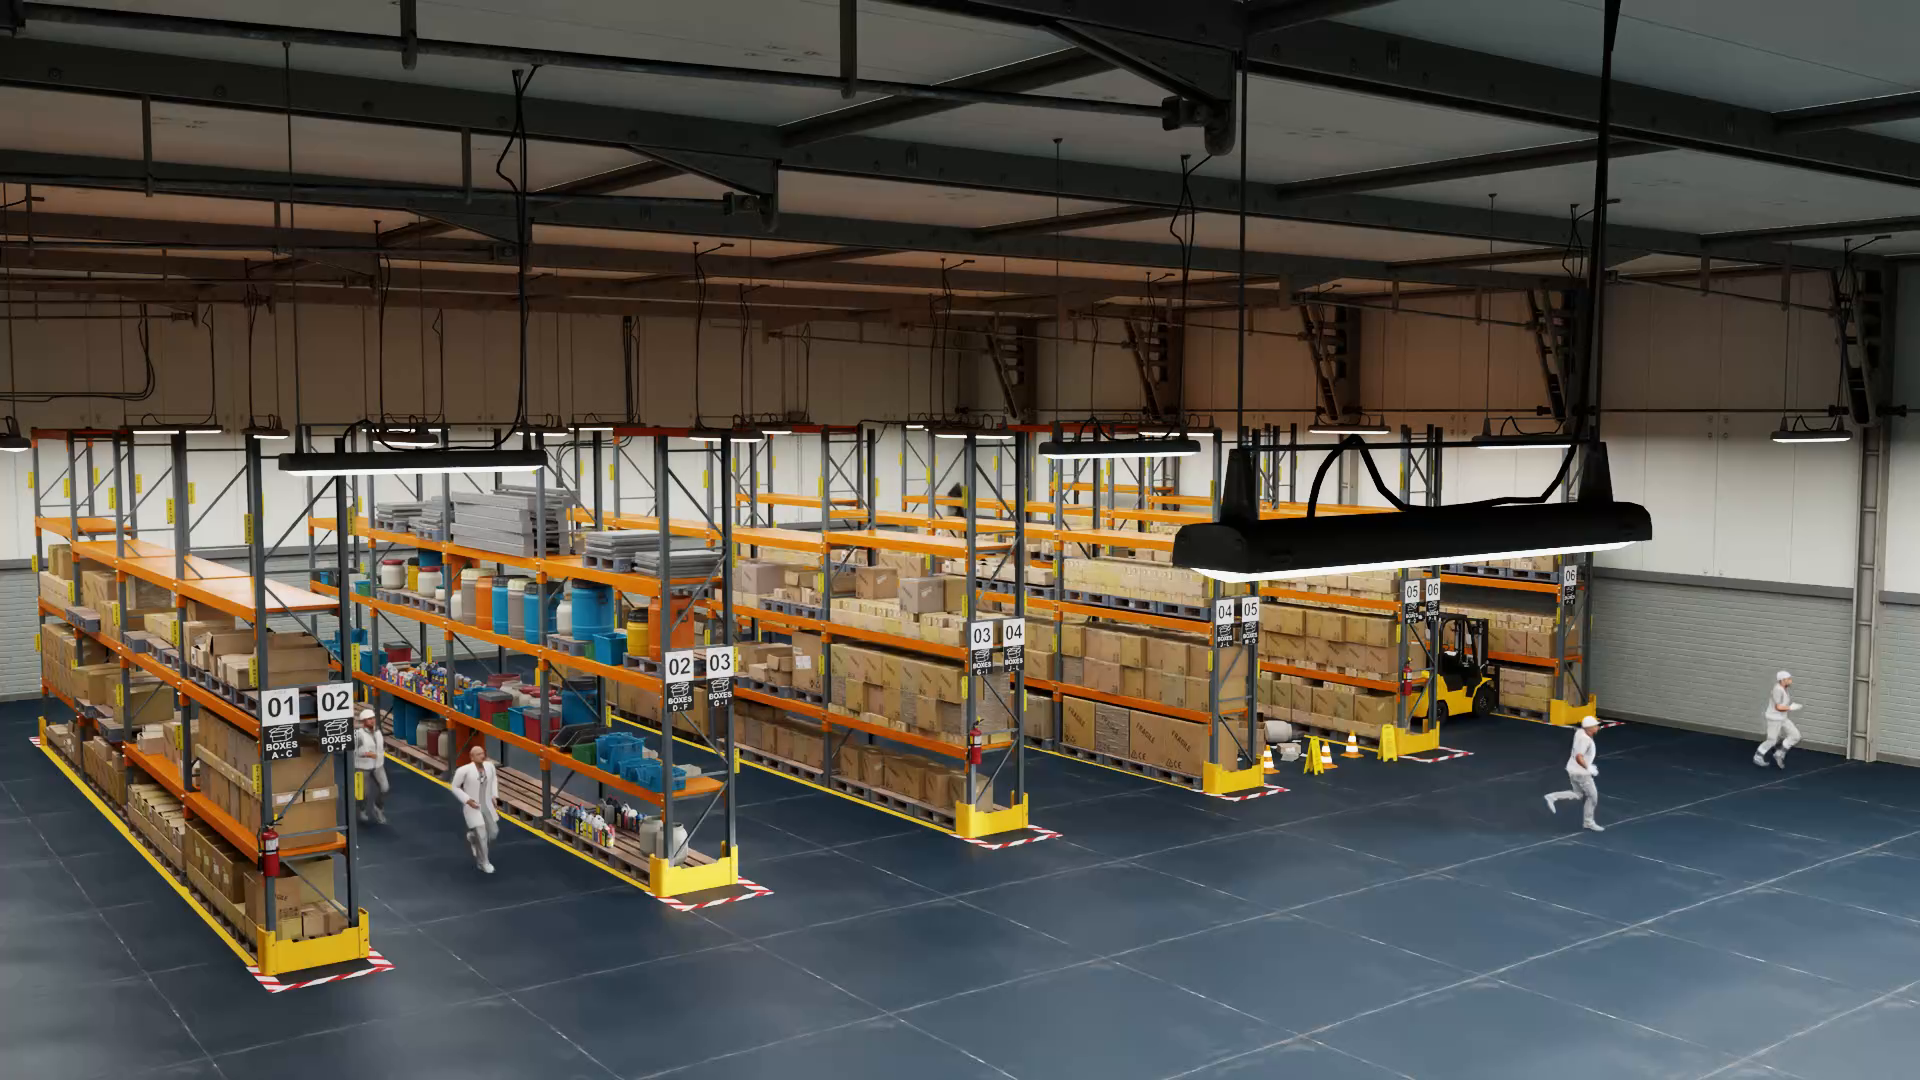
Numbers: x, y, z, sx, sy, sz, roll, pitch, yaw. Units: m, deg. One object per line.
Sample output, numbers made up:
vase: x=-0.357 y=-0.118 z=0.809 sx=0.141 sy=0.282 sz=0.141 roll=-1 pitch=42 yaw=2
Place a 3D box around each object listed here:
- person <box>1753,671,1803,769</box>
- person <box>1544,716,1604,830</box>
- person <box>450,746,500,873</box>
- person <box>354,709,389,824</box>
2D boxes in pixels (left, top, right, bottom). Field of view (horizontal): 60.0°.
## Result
person: x=14.349 y=3.146 z=29.136 sx=0.806 sy=1.744 sz=0.697 roll=4 pitch=6 yaw=41
person: x=9.288 y=3.515 z=25.093 sx=0.869 sy=1.759 sz=0.696 roll=1 pitch=5 yaw=11
person: x=-6.650 y=3.679 z=22.839 sx=0.627 sy=1.737 sz=0.729 roll=4 pitch=6 yaw=44
person: x=-8.991 y=3.467 z=25.345 sx=0.737 sy=1.794 sz=0.644 roll=4 pitch=6 yaw=42
